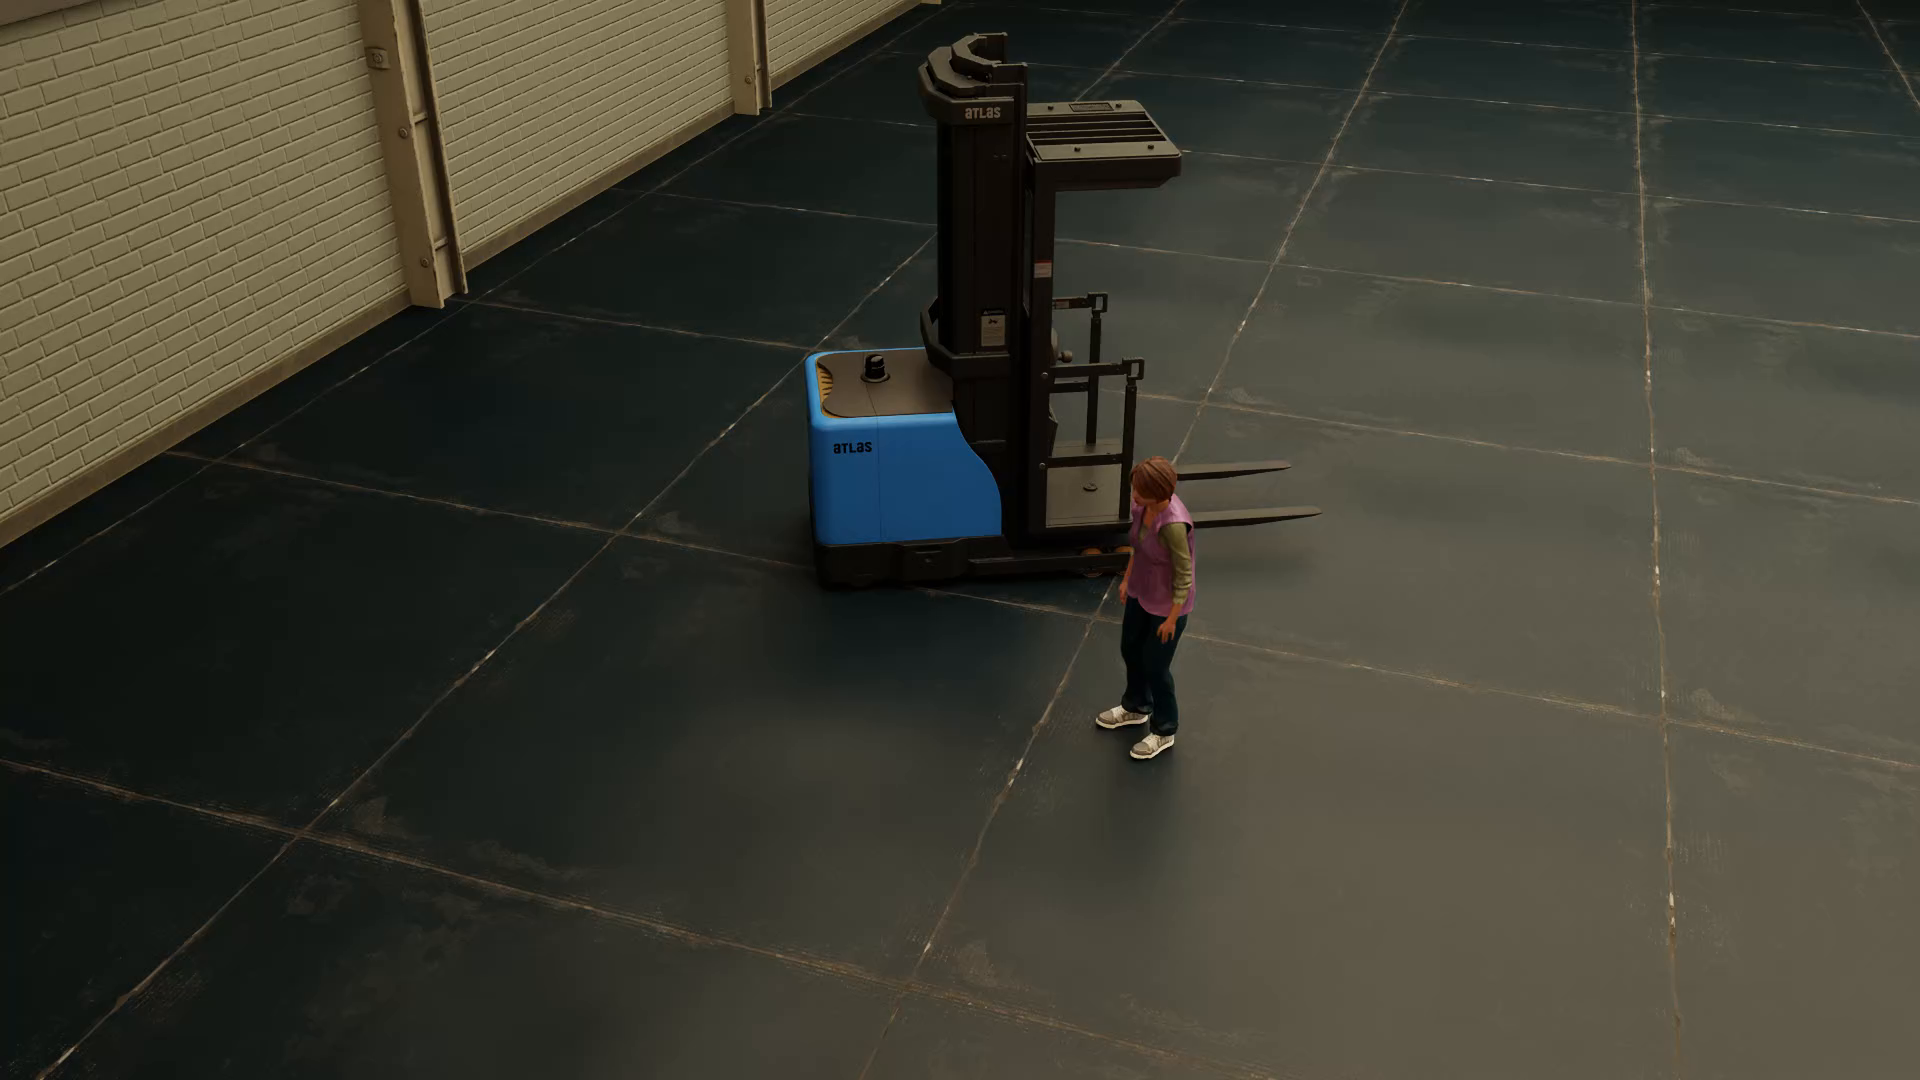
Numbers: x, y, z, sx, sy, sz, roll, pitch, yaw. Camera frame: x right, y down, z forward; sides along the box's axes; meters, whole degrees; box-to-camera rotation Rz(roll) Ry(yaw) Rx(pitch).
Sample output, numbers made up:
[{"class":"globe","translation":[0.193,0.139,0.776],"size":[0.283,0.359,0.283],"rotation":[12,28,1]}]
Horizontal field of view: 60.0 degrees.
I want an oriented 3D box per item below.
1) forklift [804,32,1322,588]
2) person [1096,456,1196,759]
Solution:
[{"class":"forklift","translation":[0.622,-1.312,9.439],"size":[3.031,2.935,1.130],"rotation":[-4,30,-6]},{"class":"person","translation":[0.929,0.303,7.956],"size":[0.344,1.594,0.465],"rotation":[-13,32,-22]}]
